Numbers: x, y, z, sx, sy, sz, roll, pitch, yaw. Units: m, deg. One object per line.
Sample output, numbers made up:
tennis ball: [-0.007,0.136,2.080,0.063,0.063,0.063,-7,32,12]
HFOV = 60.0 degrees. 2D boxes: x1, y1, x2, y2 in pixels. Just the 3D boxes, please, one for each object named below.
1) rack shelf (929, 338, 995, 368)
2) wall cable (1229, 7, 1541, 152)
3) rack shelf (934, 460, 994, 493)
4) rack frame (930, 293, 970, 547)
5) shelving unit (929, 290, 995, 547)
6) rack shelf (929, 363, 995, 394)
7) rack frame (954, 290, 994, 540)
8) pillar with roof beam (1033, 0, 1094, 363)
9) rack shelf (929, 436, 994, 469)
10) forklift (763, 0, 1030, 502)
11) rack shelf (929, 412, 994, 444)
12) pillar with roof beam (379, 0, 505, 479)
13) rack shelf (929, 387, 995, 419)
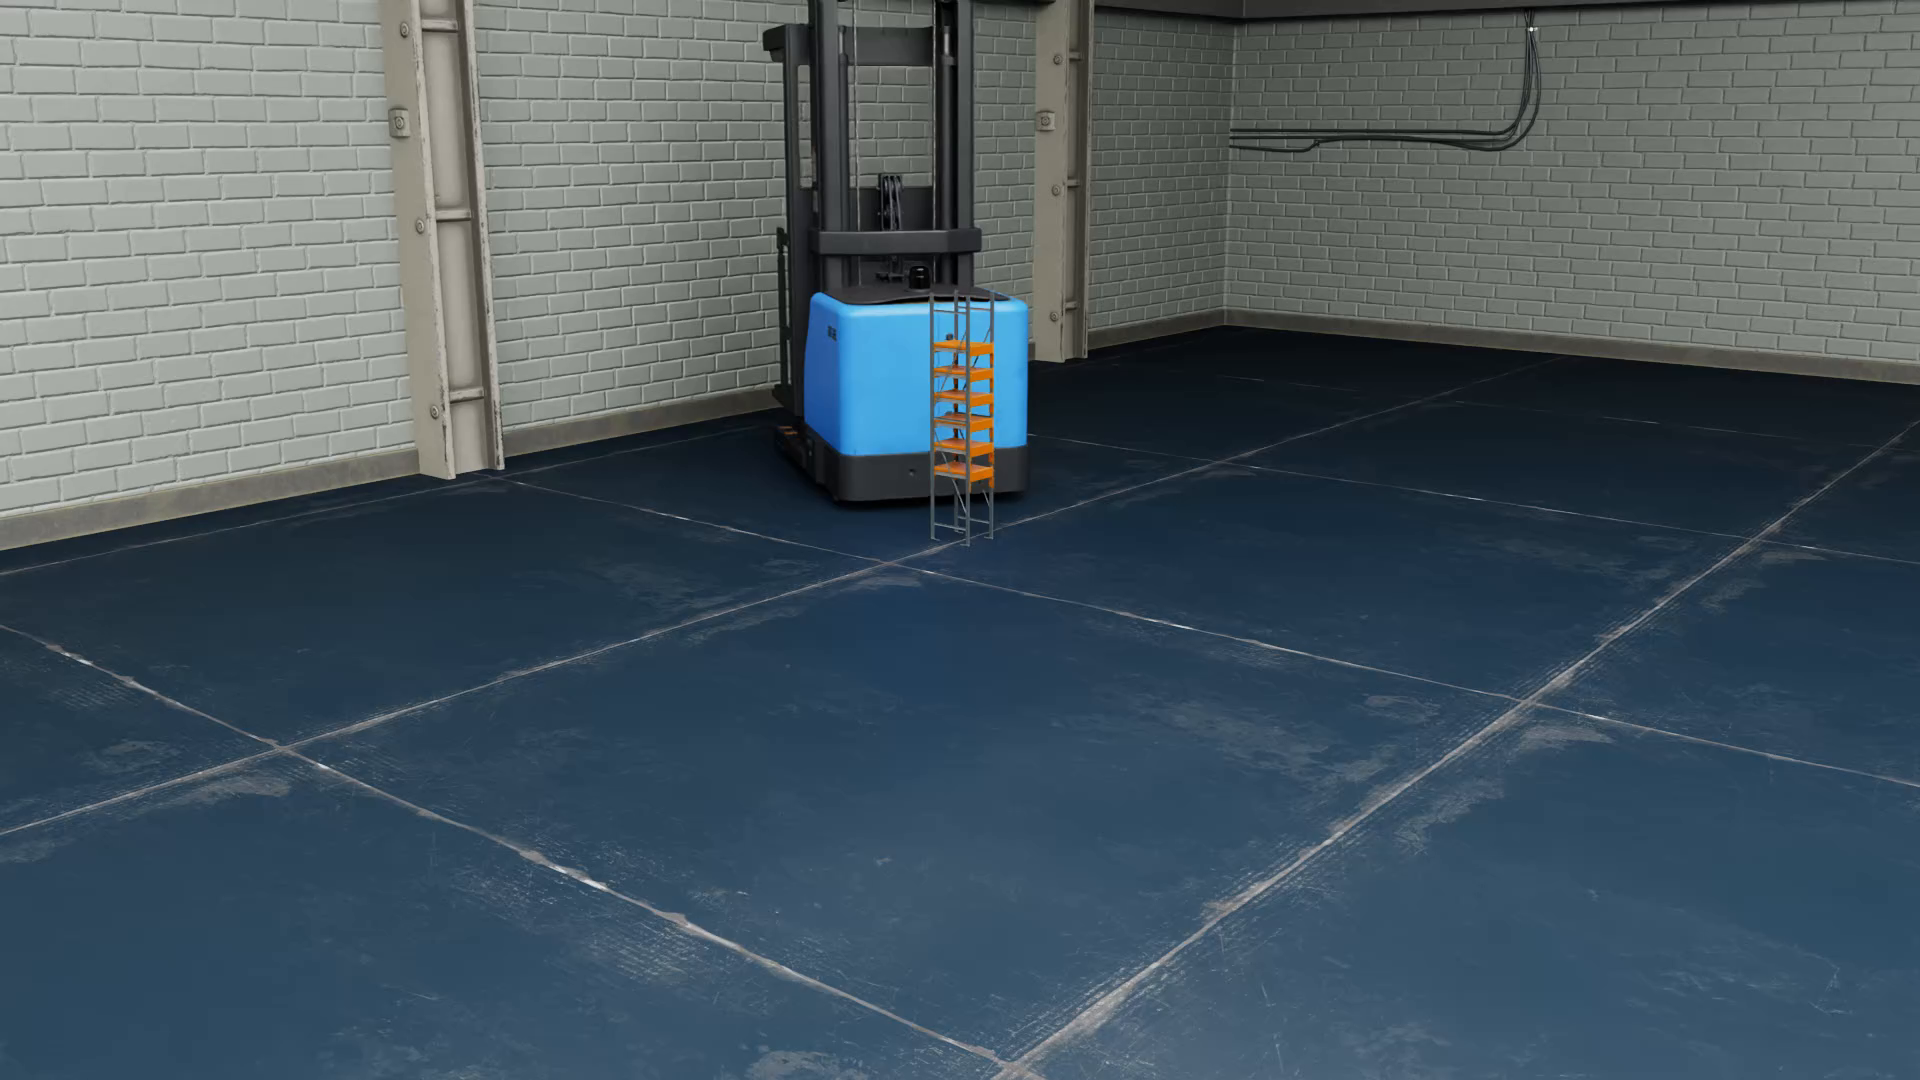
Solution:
rack shelf: [0.009,-0.890,7.908,0.258,0.103,0.180,11,18,38]
wall cable: [3.737,-4.771,14.935,3.097,2.526,0.112,11,18,38]
rack shelf: [0.009,-0.309,8.056,0.258,0.103,0.180,11,18,38]
rack frame: [-0.048,-0.567,7.917,0.240,1.200,0.006,11,18,38]
shelving unit: [0.009,-0.584,7.986,0.258,1.200,0.189,11,18,38]
rack shelf: [0.009,-0.774,7.938,0.258,0.103,0.180,11,18,38]
rack frame: [0.067,-0.602,8.055,0.240,1.200,0.006,11,18,38]
pillar with roof beam: [4.205,-5.251,10.515,9.100,9.000,0.400,11,18,38]
rack shelf: [0.009,-0.425,8.027,0.258,0.103,0.180,11,18,38]
forklift: [-0.524,-1.938,9.797,1.130,2.935,3.031,-4,15,-16]
rack shelf: [0.009,-0.541,7.997,0.258,0.103,0.180,11,18,38]
pillar with roof beam: [0.434,-4.102,5.992,9.100,9.000,0.400,11,18,38]
rack shelf: [0.009,-0.658,7.968,0.258,0.103,0.180,11,18,38]
